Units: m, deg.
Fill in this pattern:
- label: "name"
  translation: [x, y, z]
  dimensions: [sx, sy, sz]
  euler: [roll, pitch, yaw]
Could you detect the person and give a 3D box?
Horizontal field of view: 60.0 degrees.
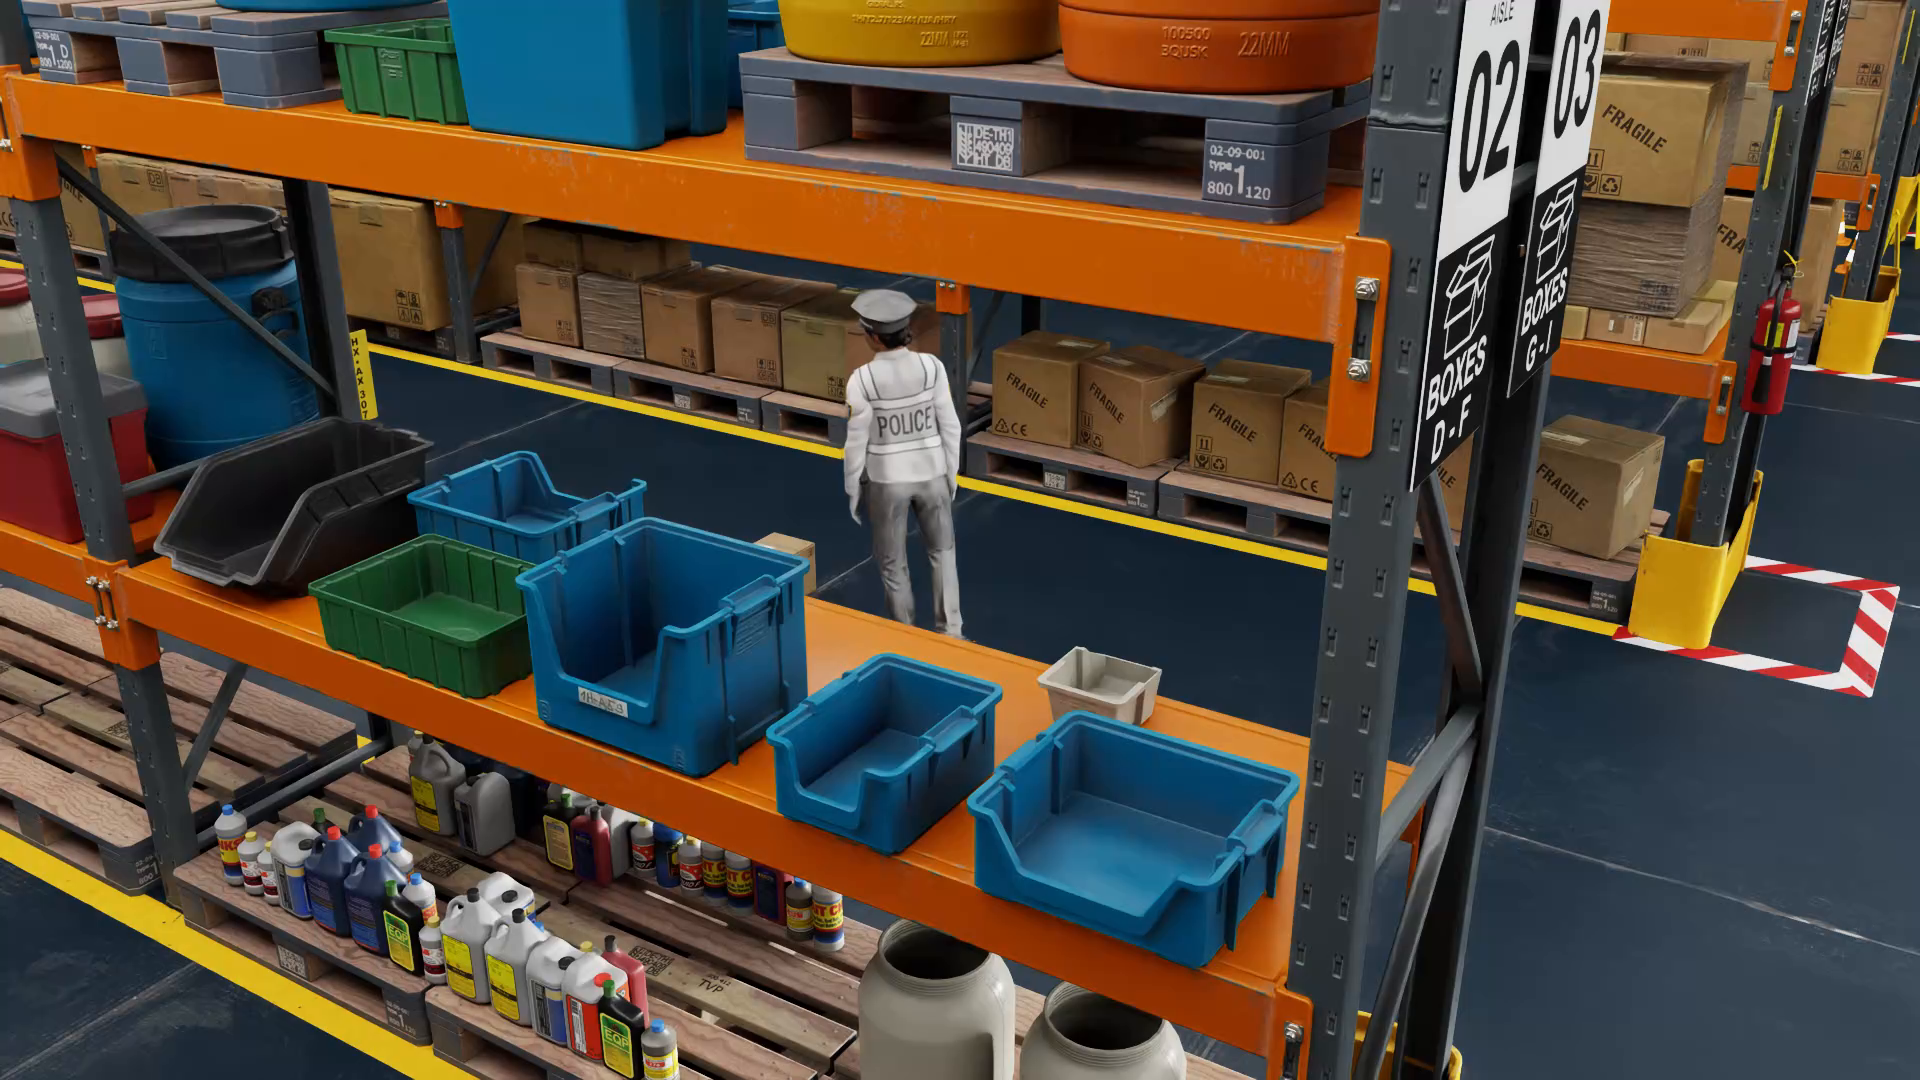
- label: "person"
  translation: [-0.208, -0.200, 7.026]
  dimensions: [0.539, 1.667, 0.516]
  euler: [-7, 24, -17]
